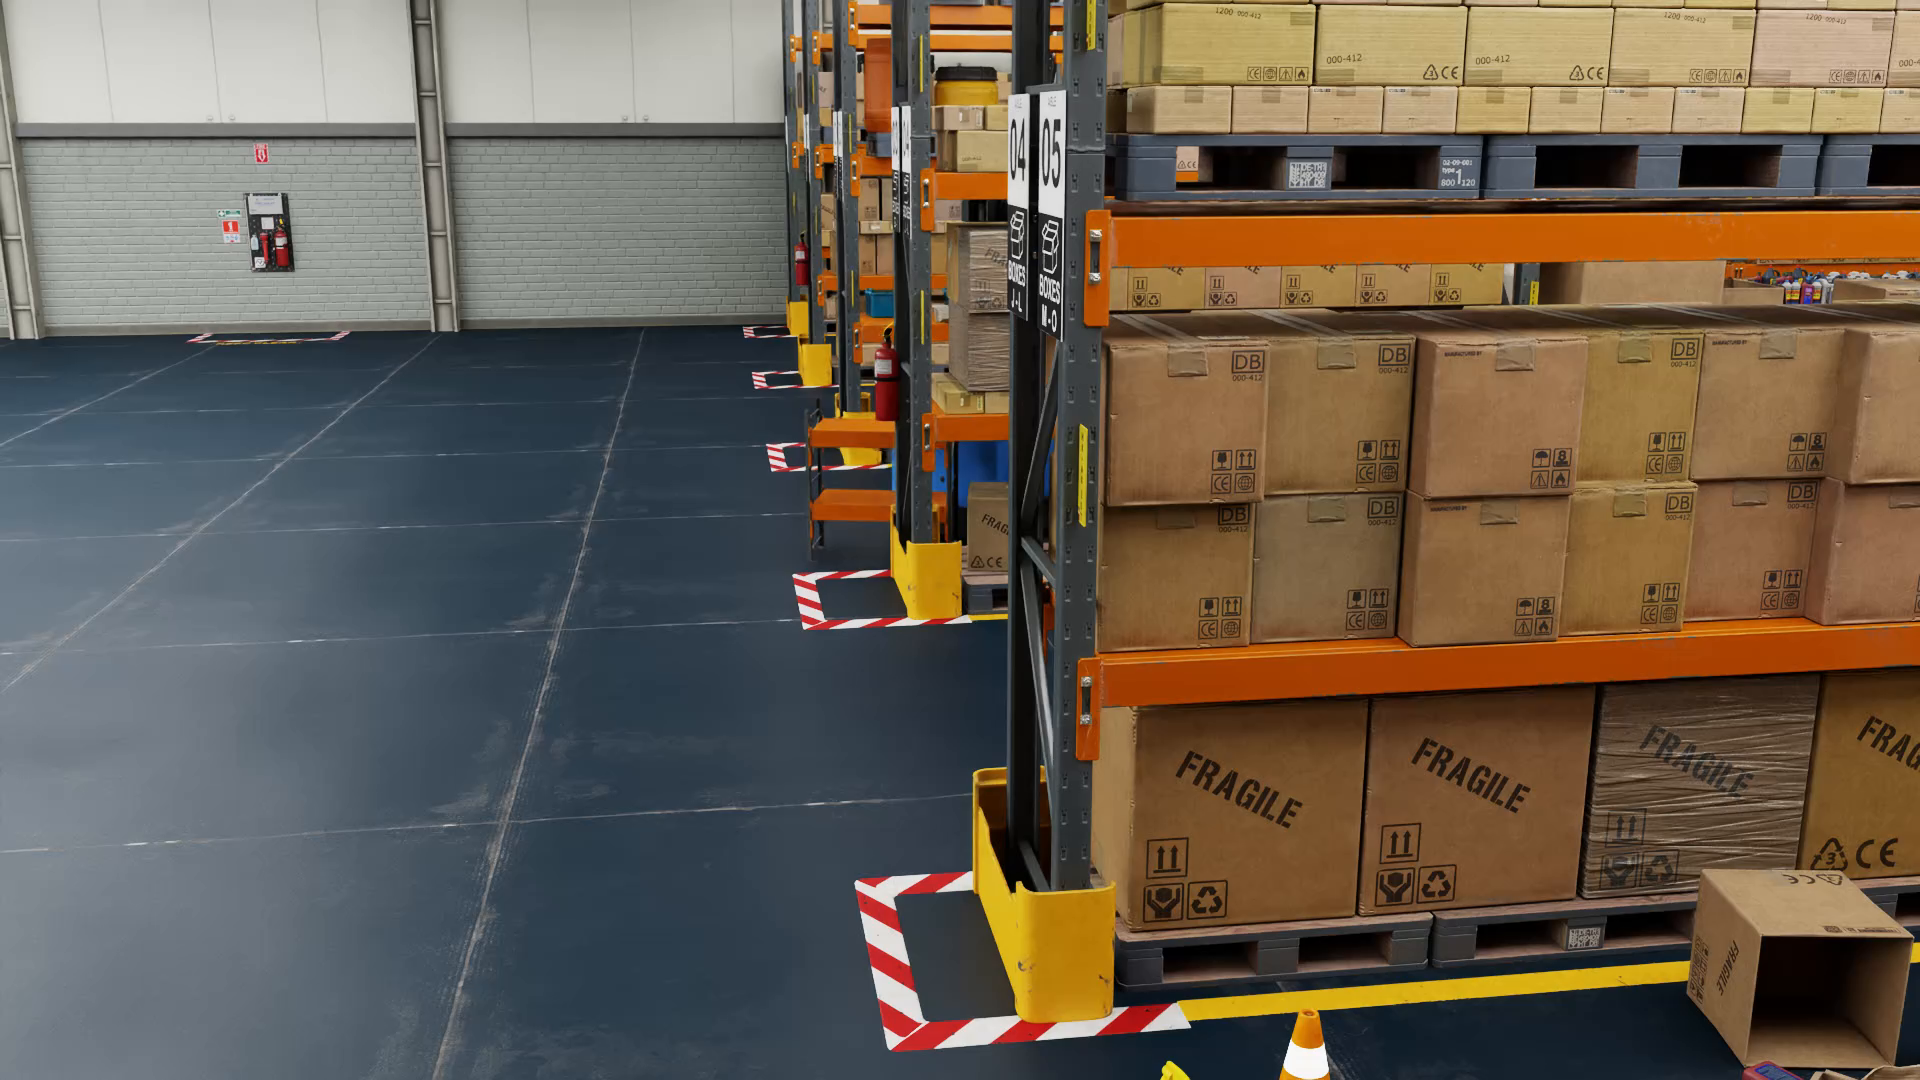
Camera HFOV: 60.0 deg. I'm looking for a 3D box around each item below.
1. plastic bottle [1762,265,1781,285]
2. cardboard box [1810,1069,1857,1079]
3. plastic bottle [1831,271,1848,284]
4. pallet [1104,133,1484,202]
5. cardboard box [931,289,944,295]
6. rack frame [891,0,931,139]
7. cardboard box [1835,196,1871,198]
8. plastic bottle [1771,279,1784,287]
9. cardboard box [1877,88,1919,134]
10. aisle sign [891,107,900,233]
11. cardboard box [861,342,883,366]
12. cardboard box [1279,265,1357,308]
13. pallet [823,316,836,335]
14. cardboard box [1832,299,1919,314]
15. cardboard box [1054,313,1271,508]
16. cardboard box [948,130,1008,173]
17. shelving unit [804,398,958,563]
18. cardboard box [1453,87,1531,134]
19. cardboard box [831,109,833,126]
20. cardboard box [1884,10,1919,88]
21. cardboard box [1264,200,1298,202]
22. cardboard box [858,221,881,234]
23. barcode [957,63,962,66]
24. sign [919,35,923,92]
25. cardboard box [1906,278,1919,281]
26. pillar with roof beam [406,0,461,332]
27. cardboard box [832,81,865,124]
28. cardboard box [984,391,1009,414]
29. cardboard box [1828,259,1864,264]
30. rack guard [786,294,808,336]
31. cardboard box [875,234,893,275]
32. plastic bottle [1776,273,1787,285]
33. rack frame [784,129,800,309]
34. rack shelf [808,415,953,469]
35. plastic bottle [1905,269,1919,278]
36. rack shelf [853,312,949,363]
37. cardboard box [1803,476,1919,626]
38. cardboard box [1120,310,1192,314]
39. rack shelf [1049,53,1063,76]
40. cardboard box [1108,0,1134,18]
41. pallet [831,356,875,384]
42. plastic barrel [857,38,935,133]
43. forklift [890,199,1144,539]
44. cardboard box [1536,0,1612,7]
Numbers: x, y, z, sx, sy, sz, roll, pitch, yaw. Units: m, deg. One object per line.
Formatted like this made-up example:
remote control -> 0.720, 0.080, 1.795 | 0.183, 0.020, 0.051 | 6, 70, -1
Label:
plastic bottle -> 8.490, -2.695, 17.404 | 0.185, 0.351, 0.144 | -2, 14, -8
cardboard box -> 2.523, 1.838, 4.357 | 0.797, 0.503, 0.637 | 12, 18, 40
plastic bottle -> 8.866, -2.534, 16.761 | 0.185, 0.351, 0.144 | -2, 14, -8
pallet -> 1.058, -1.328, 5.867 | 1.213, 0.211, 1.003 | -2, 14, -8
cardboard box -> -0.533, -3.698, 25.533 | 0.500, 0.500, 0.700 | -3, 14, -12
rack frame -> -0.313, -3.993, 10.146 | 0.127, 3.000, 1.000 | -2, 14, -8
cardboard box -> 11.607, -4.422, 21.925 | 0.500, 0.500, 0.500 | -3, 14, -10
plastic bottle -> 8.161, -2.465, 16.625 | 0.133, 0.283, 0.061 | -2, 14, -8
cardboard box -> 3.211, -1.499, 5.813 | 0.250, 0.149, 0.380 | -2, 14, -8
aisle sign -> -0.419, -2.414, 10.838 | 0.004, 0.787, 0.394 | -2, 14, -8
cardboard box -> -1.222, -2.302, 20.525 | 0.500, 0.250, 0.500 | -2, 14, -8
cardboard box -> 2.249, -1.787, 10.810 | 0.500, 0.500, 0.500 | -2, 14, -8
pallet -> -1.643, -3.329, 25.562 | 1.213, 0.211, 1.003 | -2, 14, -8
cardboard box -> 3.911, -0.623, 6.512 | 0.550, 0.550, 0.875 | -2, 14, -8
cardboard box -> 0.698, -0.487, 5.971 | 0.550, 0.550, 0.875 | -2, 14, -8
cardboard box -> 0.202, -2.421, 10.351 | 0.500, 0.250, 0.500 | -2, 14, -7
shelving unit -> -0.558, -0.430, 12.120 | 1.048, 1.125, 0.538 | 1, 14, 6
cardboard box -> 1.711, -1.444, 5.595 | 0.250, 0.149, 0.380 | -2, 14, -8
cardboard box -> -2.152, -6.247, 25.052 | 0.500, 0.500, 0.500 | -1, 14, -4
cardboard box -> 3.333, -1.713, 5.846 | 0.500, 0.250, 0.500 | -2, 14, -9
cardboard box -> 4.921, -5.190, 26.142 | 0.500, 0.500, 0.700 | -4, 15, -15
cardboard box -> -1.105, -3.802, 20.178 | 0.250, 0.149, 0.380 | -2, 14, -10
barcode -> -0.010, -7.232, 25.322 | 0.075, 0.075, 0.001 | -2, 14, -8
sign -> -0.232, -2.832, 9.884 | 0.005, 0.325, 0.100 | -2, 14, -8
cardboard box -> 7.070, -1.596, 11.852 | 0.500, 0.500, 0.500 | -4, 15, -15
pillar with roof beam -> -7.255, -6.548, 20.334 | 0.400, 9.000, 9.100 | -2, 14, -8
cardboard box -> -1.216, -5.263, 20.011 | 0.637, 0.503, 0.797 | -1, 14, -4
cardboard box -> 0.254, -0.919, 10.737 | 0.250, 0.149, 0.380 | -2, 14, -8
cardboard box -> 11.626, -3.940, 22.059 | 0.500, 0.500, 0.500 | -2, 14, -9
rack guard -> -2.452, -3.448, 25.444 | 0.348, 0.500, 1.175 | -2, 14, -8
cardboard box -> -0.803, -3.549, 20.501 | 0.500, 0.500, 0.700 | -2, 14, -7
plastic bottle -> 8.531, -2.639, 17.318 | 0.133, 0.283, 0.061 | -2, 14, -8
rack frame -> -2.527, -4.658, 25.129 | 0.127, 3.000, 1.000 | -2, 14, -8
rack shelf -> -0.559, -0.713, 12.048 | 1.000, 0.278, 0.538 | 1, 14, 6
plastic bottle -> 9.751, -2.602, 17.031 | 0.185, 0.351, 0.144 | -2, 14, -8
rack shelf -> 0.927, -1.998, 16.003 | 4.000, 0.370, 1.077 | -2, 14, -8
cardboard box -> 3.378, -0.063, 6.498 | 0.550, 0.550, 0.875 | -2, 14, -8
cardboard box -> 1.212, -1.344, 11.099 | 0.500, 0.500, 0.875 | -2, 14, -8
rack shelf -> 3.406, -7.242, 25.402 | 4.000, 0.370, 1.077 | -2, 14, -8
cardboard box -> 0.608, -1.953, 5.984 | 0.250, 0.149, 0.380 | -2, 14, -8
pallet -> -1.035, -2.152, 20.868 | 1.213, 0.211, 1.003 | -2, 14, -8
plastic barrel -> -0.589, -4.190, 15.350 | 0.708, 0.830, 0.600 | -2, 14, -8
forklift -> 0.771, -1.687, 13.424 | 1.130, 2.935, 3.031 | 11, 18, 38
cardboard box -> 1.960, -1.840, 5.535 | 0.250, 0.149, 0.380 | -2, 14, -9
